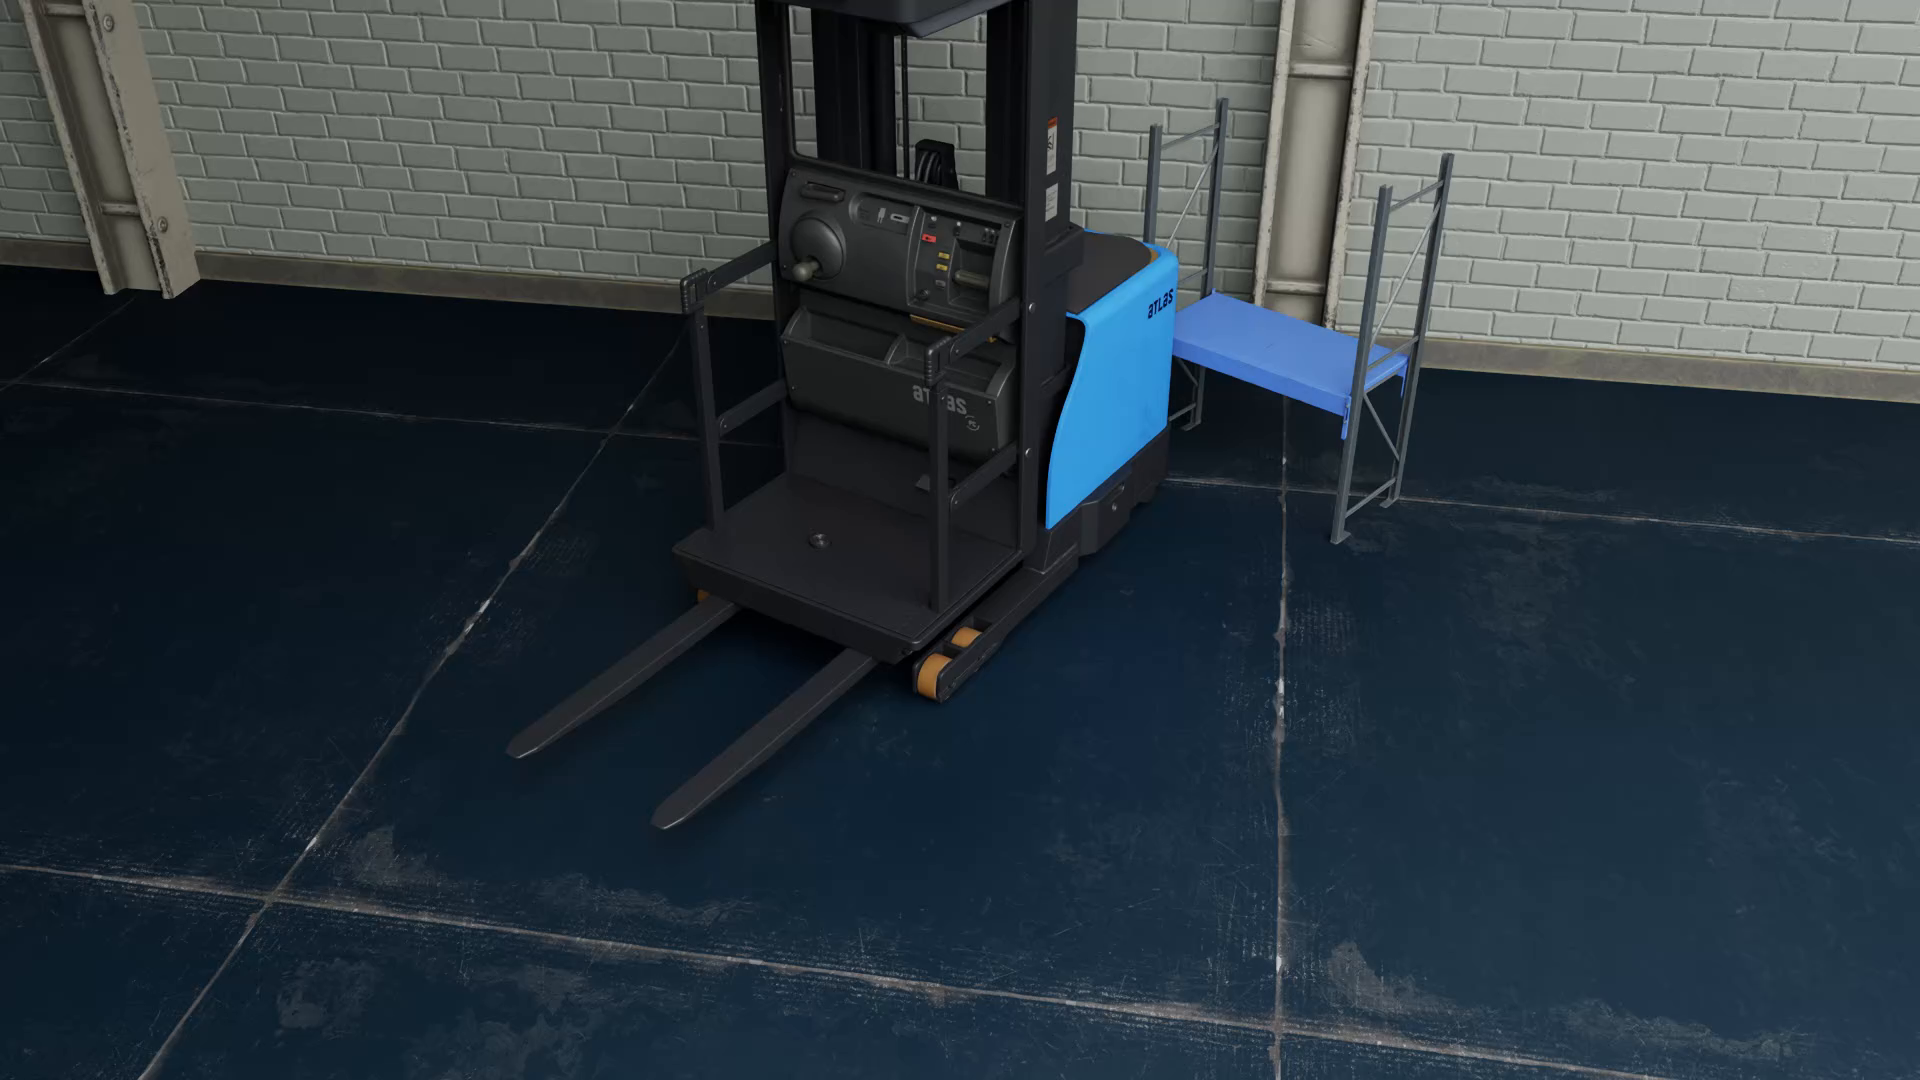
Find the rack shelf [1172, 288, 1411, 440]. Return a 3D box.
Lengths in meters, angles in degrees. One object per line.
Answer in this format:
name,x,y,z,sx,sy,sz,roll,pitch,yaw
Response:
rack shelf,1.300,-0.746,6.868,1.000,0.185,0.538,26,40,35

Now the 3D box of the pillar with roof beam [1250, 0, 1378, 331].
pillar with roof beam,0.858,-2.399,2.101,0.400,9.000,9.100,5,32,8

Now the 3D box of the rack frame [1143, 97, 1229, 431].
rack frame,0.923,-1.080,7.062,0.032,1.500,0.500,26,40,35

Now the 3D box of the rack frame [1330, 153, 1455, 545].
rack frame,1.677,-0.718,6.483,0.032,1.500,0.500,26,40,35

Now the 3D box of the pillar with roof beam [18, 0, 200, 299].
pillar with roof beam,-5.056,-2.935,2.957,0.400,9.000,9.100,5,32,8

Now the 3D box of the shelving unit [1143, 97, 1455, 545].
shelving unit,1.300,-0.899,6.772,1.048,1.500,0.538,26,40,35

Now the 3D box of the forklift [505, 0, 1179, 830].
forklift,-0.342,-0.962,5.524,1.130,2.935,3.031,19,37,27
